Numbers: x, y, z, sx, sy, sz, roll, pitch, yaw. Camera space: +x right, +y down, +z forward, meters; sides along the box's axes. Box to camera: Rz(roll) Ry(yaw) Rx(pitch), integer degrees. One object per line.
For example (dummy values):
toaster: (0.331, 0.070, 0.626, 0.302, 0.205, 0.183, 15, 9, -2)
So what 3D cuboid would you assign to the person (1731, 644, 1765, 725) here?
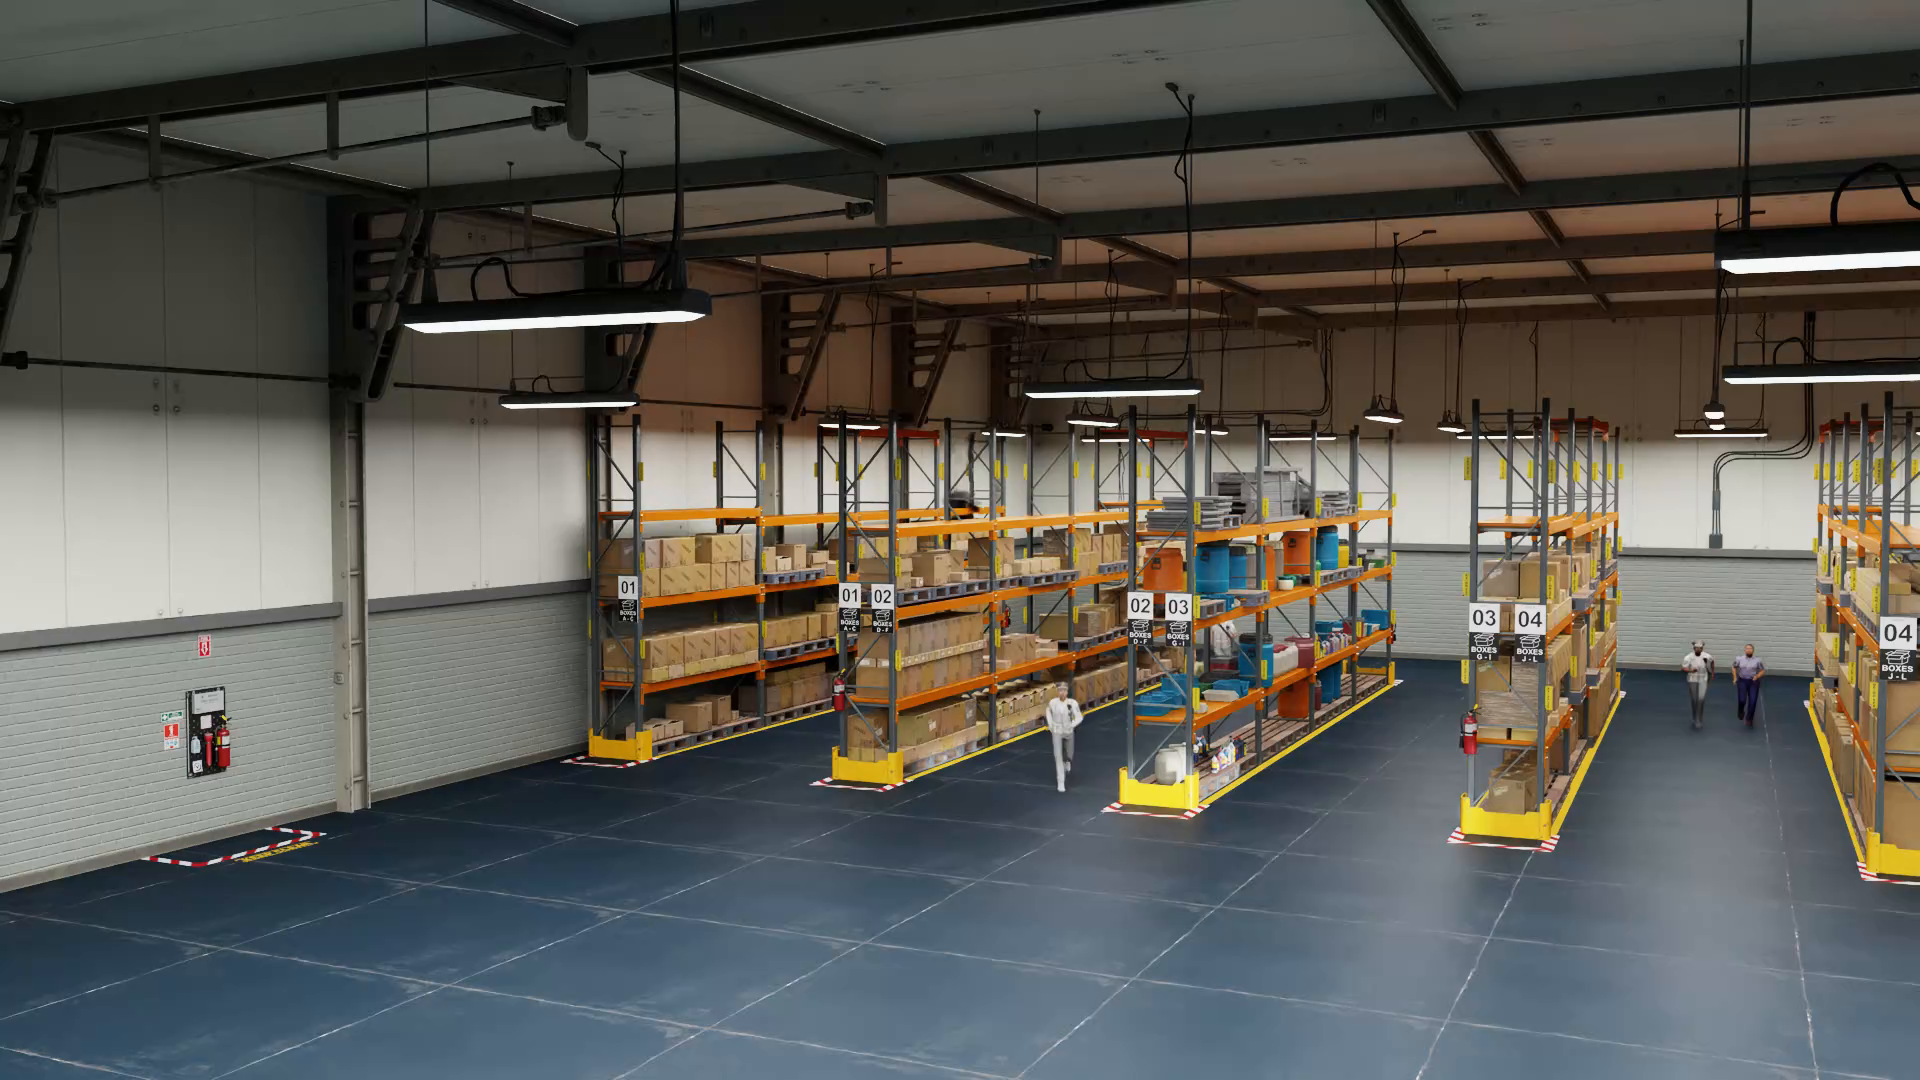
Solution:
person: (15.559, 2.855, 32.824, 0.606, 1.605, 0.539, 1, 3, 23)

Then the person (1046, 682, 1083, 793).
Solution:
person: (1.656, 3.091, 26.429, 0.585, 1.709, 1.068, 0, 2, 2)

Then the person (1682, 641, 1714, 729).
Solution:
person: (14.530, 2.825, 32.746, 0.599, 1.731, 0.845, 1, 2, 20)

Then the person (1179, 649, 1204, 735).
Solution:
person: (4.452, 2.890, 31.855, 0.606, 1.627, 0.589, 1, 3, 23)

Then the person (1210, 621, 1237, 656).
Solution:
person: (6.197, 2.522, 39.242, 0.668, 1.785, 0.819, 1, 2, 18)
